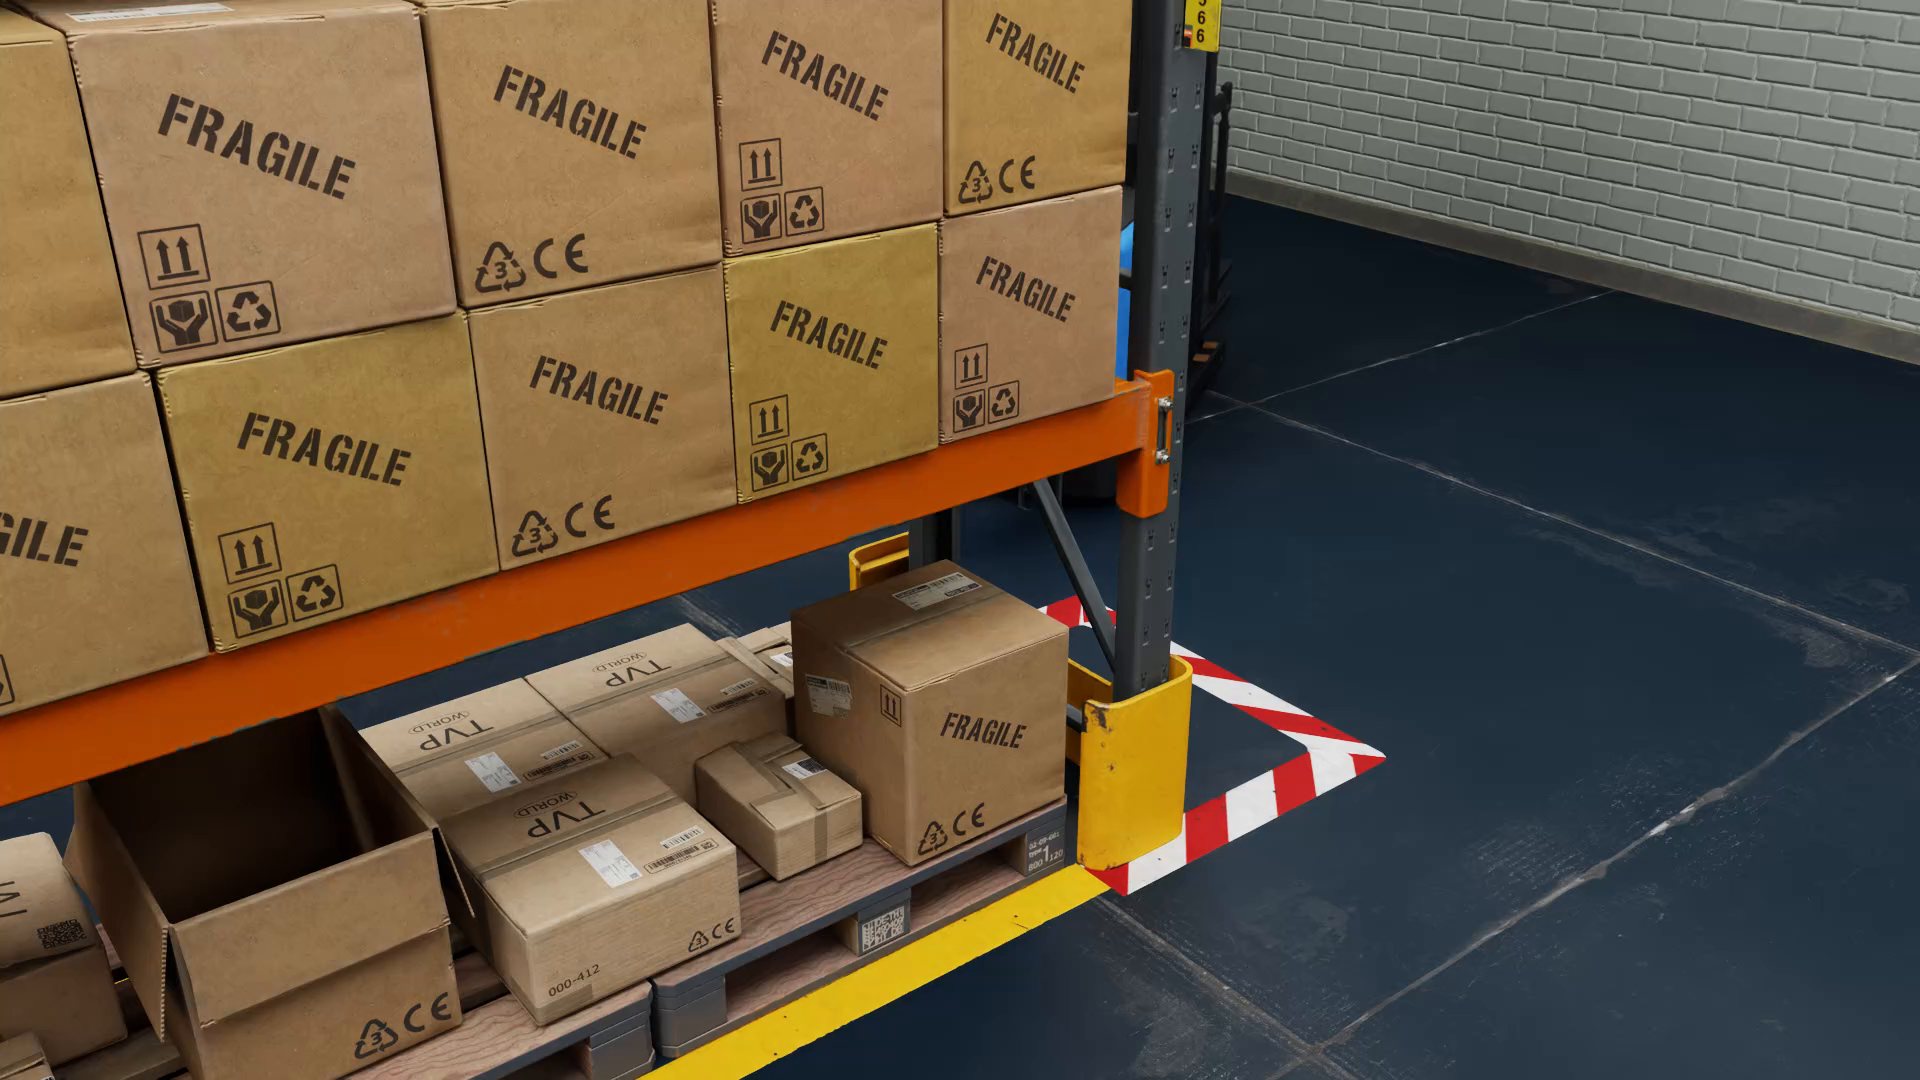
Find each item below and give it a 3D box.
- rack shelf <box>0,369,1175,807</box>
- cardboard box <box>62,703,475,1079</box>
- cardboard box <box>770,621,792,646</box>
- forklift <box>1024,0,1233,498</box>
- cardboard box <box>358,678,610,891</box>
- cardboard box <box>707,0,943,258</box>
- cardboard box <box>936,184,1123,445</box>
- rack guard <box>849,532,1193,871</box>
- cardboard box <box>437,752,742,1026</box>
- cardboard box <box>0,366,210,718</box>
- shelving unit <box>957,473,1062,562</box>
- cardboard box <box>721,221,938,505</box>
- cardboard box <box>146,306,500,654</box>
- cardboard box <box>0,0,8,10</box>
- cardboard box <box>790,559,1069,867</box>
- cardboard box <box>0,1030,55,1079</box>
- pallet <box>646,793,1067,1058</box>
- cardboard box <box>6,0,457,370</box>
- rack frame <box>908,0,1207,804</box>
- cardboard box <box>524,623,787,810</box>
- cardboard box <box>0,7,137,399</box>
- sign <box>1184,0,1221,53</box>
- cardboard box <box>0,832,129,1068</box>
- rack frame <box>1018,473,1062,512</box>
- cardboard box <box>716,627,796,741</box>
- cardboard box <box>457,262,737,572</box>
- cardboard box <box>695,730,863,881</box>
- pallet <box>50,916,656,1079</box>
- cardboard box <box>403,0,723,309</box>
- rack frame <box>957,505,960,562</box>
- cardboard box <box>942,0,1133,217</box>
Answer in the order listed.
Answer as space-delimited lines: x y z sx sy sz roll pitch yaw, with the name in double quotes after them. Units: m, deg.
-1.376 0.109 3.307 4.000 0.370 1.077 -18 31 -34 "rack shelf"
-1.475 0.745 3.524 0.637 0.503 0.797 -18 31 -34 "cardboard box"
-0.344 0.352 4.793 0.250 0.149 0.380 -18 31 -34 "cardboard box"
0.630 -2.087 7.264 1.130 2.935 3.031 9 26 18 "forklift"
-1.192 0.618 4.099 0.500 0.250 0.500 -18 31 -34 "cardboard box"
-0.380 -0.898 3.314 0.500 0.500 0.500 -17 30 -33 "cardboard box"
0.013 -0.576 3.809 0.500 0.500 0.500 -17 30 -32 "cardboard box"
0.138 0.417 4.758 0.348 0.500 1.175 -18 31 -34 "rack guard"
-0.844 0.770 3.770 0.500 0.250 0.500 -18 31 -34 "cardboard box"
-1.585 -0.049 2.673 0.500 0.500 0.500 -18 31 -34 "cardboard box"
0.114 -0.569 6.051 0.503 1.200 0.258 -18 30 -34 "shelving unit"
-0.393 -0.440 3.516 0.500 0.500 0.500 -18 30 -34 "cardboard box"
-1.185 -0.181 2.958 0.500 0.500 0.500 -19 31 -35 "cardboard box"
-1.517 -0.809 3.123 0.500 0.500 0.500 -19 31 -34 "cardboard box"
-0.078 0.420 4.228 0.500 0.500 0.500 -18 31 -34 "cardboard box"
-1.811 1.122 3.111 0.250 0.166 0.380 -18 31 -34 "cardboard box"
-0.489 0.755 4.372 1.213 0.211 1.003 -18 31 -34 "pallet"
-1.189 -0.628 2.733 0.500 0.500 0.500 -17 30 -32 "cardboard box"
0.198 -0.737 4.275 0.127 3.000 1.000 -18 31 -34 "rack frame"
-0.799 0.488 4.379 0.500 0.250 0.500 -18 31 -34 "cardboard box"
-1.595 -0.493 2.444 0.500 0.500 0.500 -19 31 -35 "cardboard box"
0.525 -1.216 3.557 0.005 0.325 0.100 -18 31 -34 "sign"
-2.086 0.885 3.450 0.500 0.311 0.500 -18 31 -34 "cardboard box"
0.306 -0.632 6.187 0.015 1.200 0.240 -18 30 -34 "rack frame"
-0.540 0.409 4.649 0.250 0.166 0.380 -18 31 -34 "cardboard box"
-0.789 -0.312 3.240 0.500 0.500 0.500 -18 30 -34 "cardboard box"
-0.452 0.647 4.136 0.250 0.166 0.380 -18 31 -34 "cardboard box"
-1.448 1.070 3.693 1.213 0.211 1.003 -18 31 -34 "pallet"
-0.785 -0.761 3.021 0.500 0.500 0.500 -17 30 -33 "cardboard box"
-0.079 -0.506 5.915 0.015 1.200 0.240 -18 30 -34 "rack frame"
0.017 -1.029 3.598 0.500 0.500 0.500 -19 31 -34 "cardboard box"
